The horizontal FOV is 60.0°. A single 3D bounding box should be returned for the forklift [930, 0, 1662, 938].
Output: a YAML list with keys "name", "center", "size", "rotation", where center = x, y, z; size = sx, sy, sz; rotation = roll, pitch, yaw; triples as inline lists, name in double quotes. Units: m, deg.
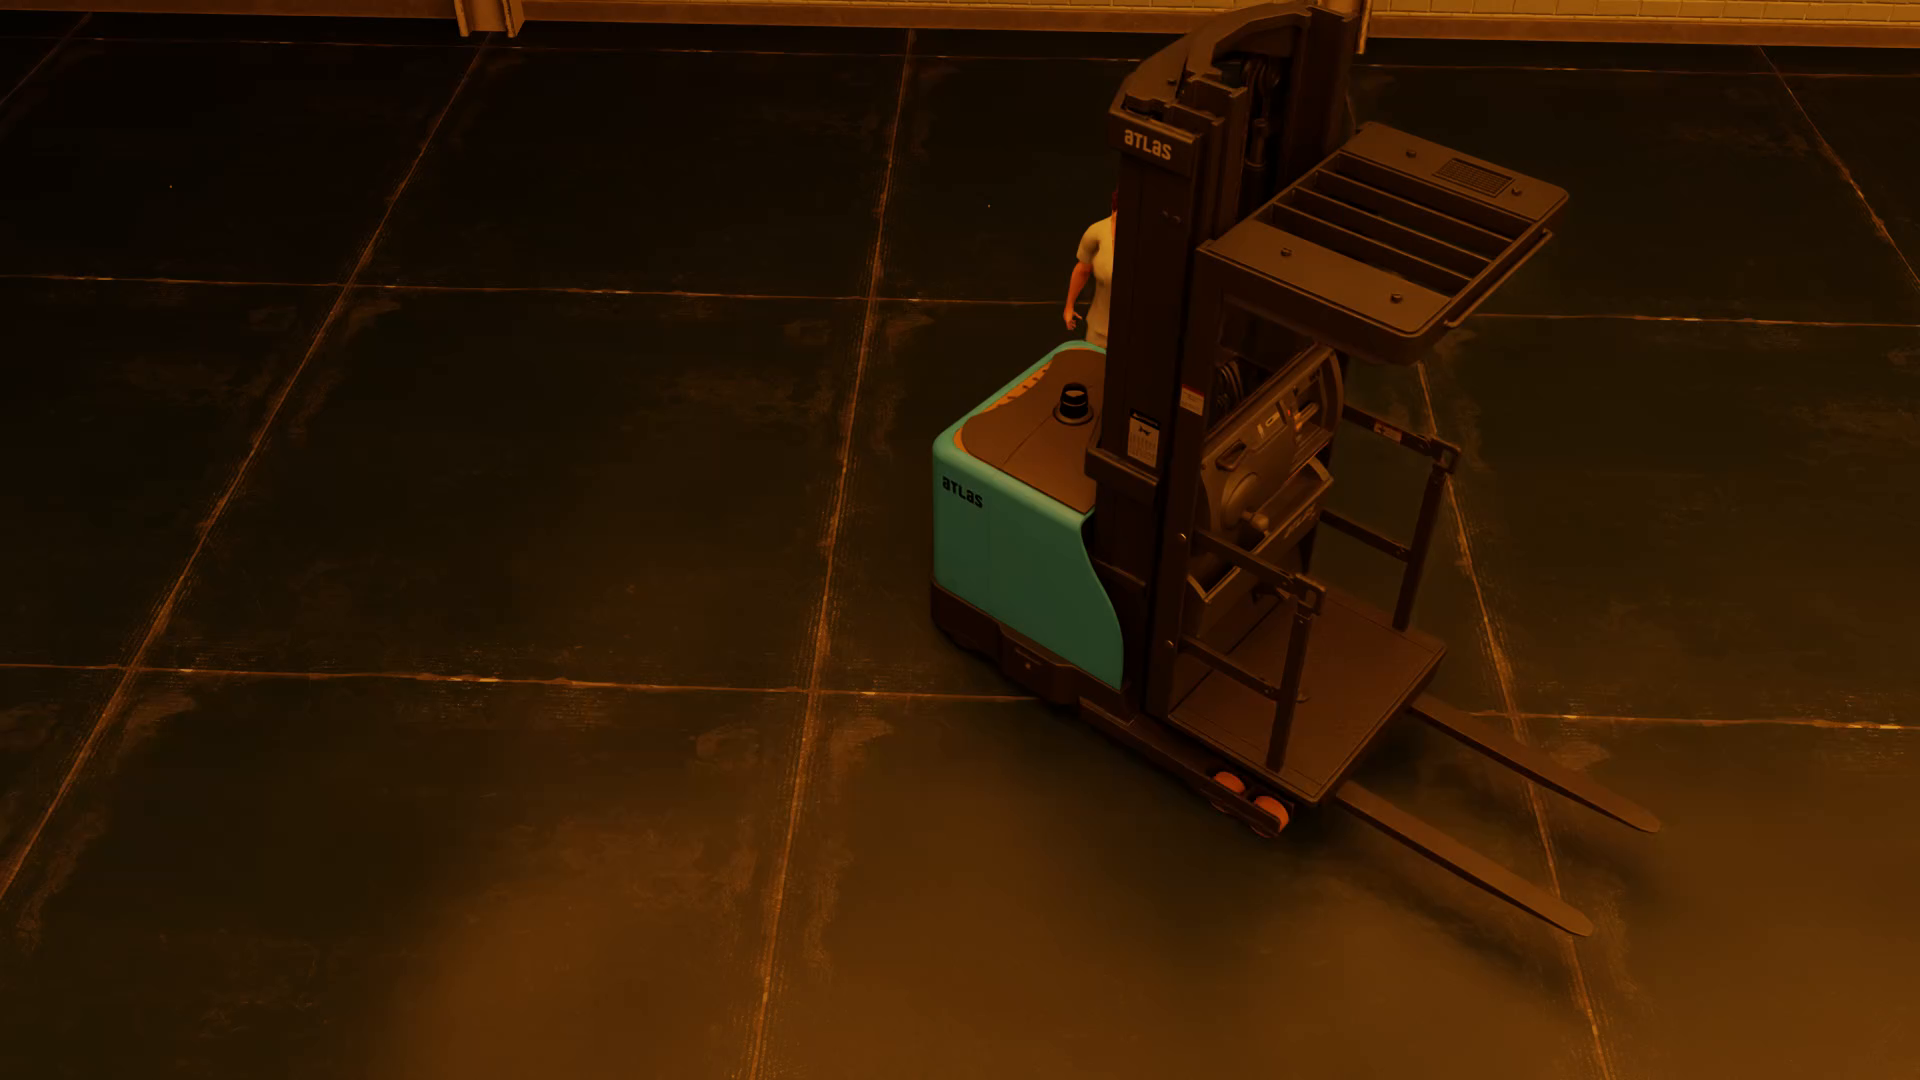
- name: "forklift"
  center: [1.324, -0.307, 6.078]
  size: [3.031, 2.935, 1.130]
  rotation: [29, 50, 28]

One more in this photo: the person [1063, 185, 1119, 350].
- name: "person"
  center: [0.803, -0.961, 7.752]
  size: [0.749, 1.648, 0.363]
  rotation: [18, 45, 19]
